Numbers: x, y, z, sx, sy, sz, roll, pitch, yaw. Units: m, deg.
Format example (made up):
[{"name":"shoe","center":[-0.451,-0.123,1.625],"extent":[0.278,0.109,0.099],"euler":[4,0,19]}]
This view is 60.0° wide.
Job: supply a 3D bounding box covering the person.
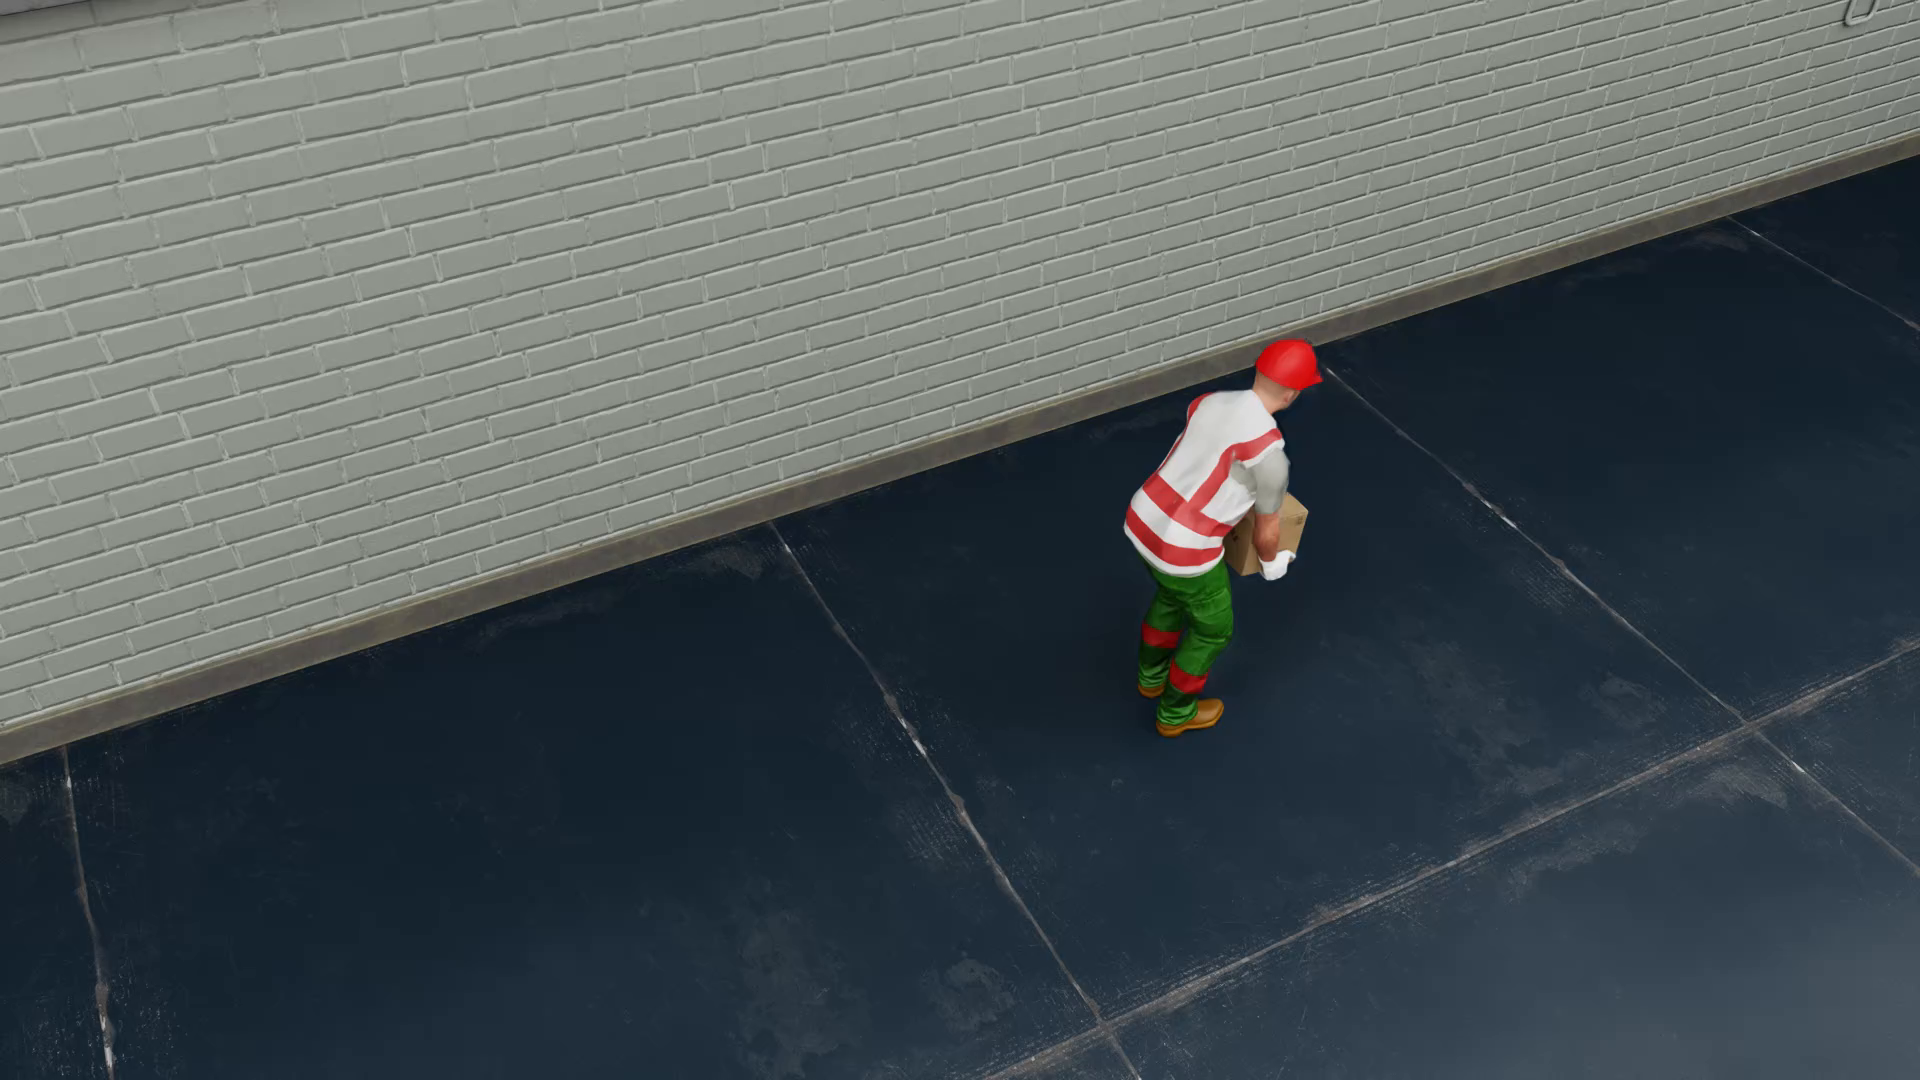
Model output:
[{"name":"person","center":[0.973,-0.006,6.268],"extent":[0.739,1.628,0.492],"euler":[-20,45,-21]}]
